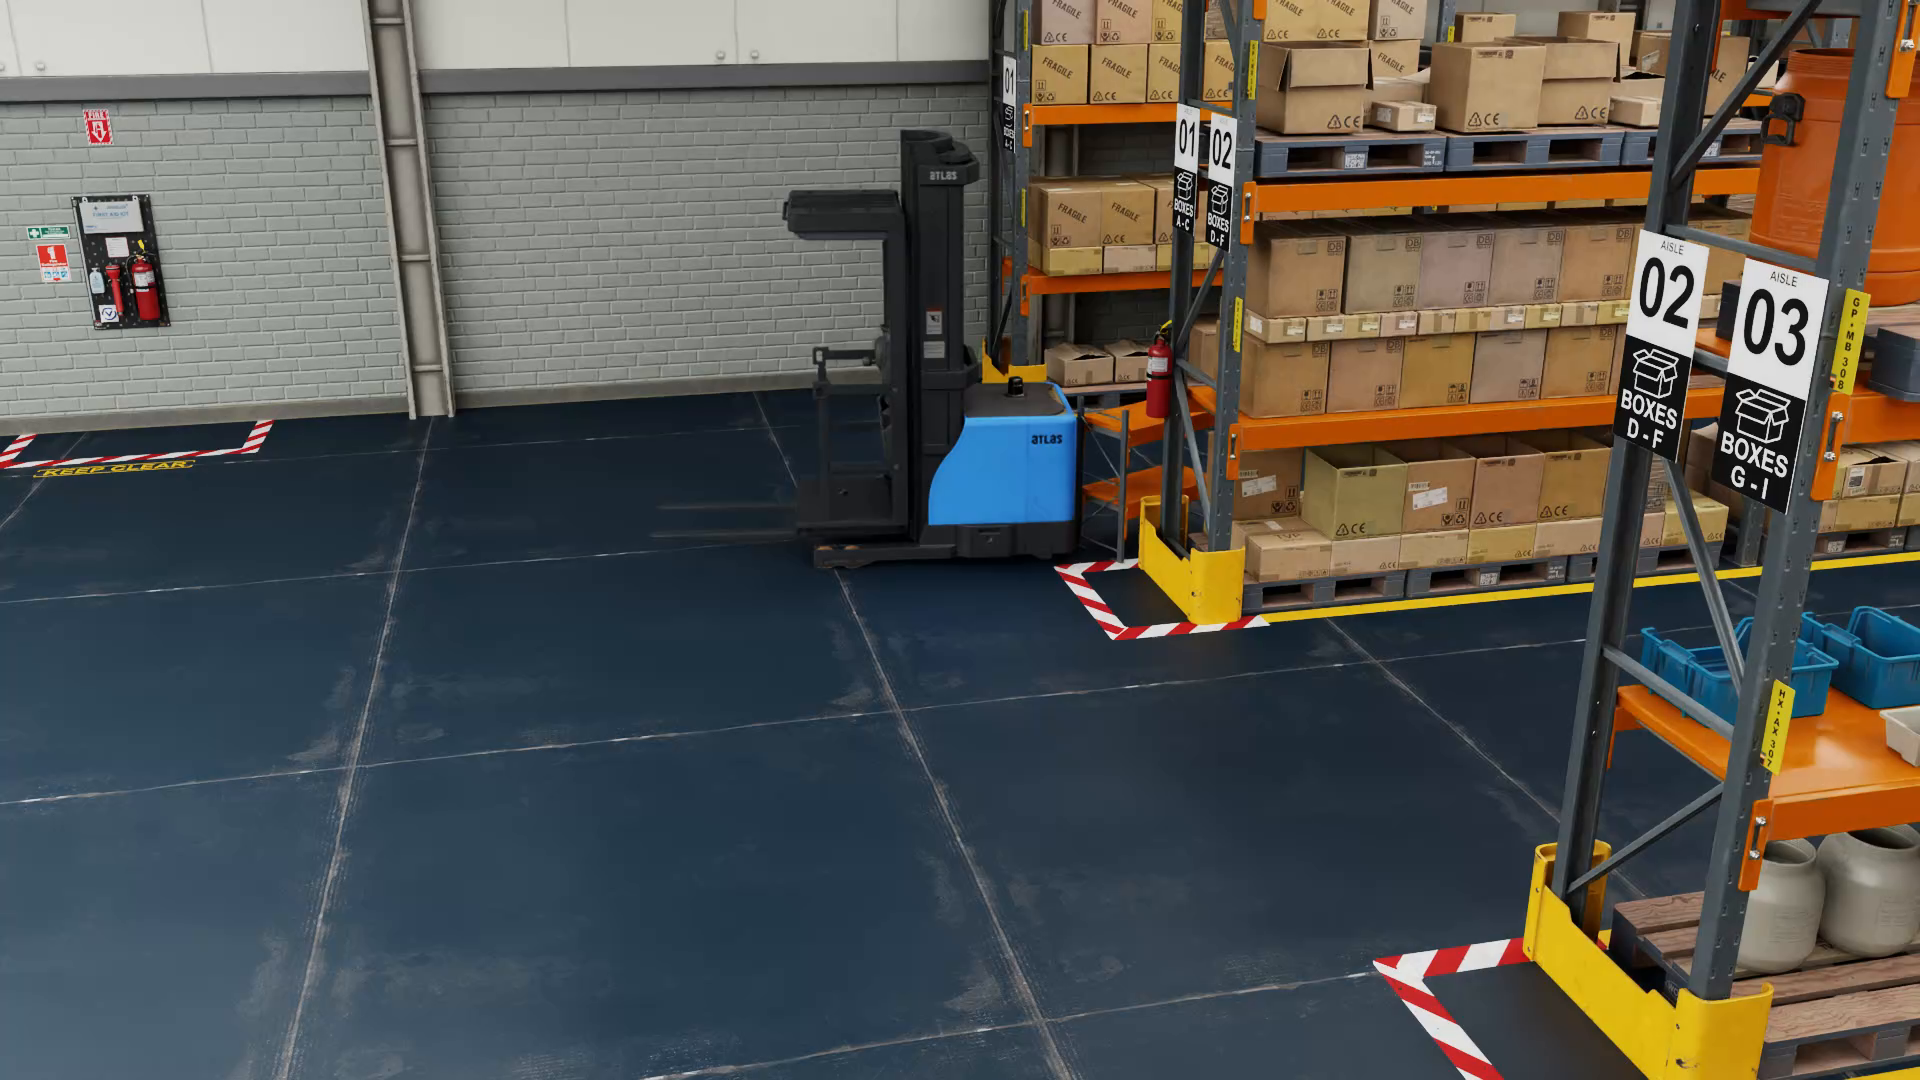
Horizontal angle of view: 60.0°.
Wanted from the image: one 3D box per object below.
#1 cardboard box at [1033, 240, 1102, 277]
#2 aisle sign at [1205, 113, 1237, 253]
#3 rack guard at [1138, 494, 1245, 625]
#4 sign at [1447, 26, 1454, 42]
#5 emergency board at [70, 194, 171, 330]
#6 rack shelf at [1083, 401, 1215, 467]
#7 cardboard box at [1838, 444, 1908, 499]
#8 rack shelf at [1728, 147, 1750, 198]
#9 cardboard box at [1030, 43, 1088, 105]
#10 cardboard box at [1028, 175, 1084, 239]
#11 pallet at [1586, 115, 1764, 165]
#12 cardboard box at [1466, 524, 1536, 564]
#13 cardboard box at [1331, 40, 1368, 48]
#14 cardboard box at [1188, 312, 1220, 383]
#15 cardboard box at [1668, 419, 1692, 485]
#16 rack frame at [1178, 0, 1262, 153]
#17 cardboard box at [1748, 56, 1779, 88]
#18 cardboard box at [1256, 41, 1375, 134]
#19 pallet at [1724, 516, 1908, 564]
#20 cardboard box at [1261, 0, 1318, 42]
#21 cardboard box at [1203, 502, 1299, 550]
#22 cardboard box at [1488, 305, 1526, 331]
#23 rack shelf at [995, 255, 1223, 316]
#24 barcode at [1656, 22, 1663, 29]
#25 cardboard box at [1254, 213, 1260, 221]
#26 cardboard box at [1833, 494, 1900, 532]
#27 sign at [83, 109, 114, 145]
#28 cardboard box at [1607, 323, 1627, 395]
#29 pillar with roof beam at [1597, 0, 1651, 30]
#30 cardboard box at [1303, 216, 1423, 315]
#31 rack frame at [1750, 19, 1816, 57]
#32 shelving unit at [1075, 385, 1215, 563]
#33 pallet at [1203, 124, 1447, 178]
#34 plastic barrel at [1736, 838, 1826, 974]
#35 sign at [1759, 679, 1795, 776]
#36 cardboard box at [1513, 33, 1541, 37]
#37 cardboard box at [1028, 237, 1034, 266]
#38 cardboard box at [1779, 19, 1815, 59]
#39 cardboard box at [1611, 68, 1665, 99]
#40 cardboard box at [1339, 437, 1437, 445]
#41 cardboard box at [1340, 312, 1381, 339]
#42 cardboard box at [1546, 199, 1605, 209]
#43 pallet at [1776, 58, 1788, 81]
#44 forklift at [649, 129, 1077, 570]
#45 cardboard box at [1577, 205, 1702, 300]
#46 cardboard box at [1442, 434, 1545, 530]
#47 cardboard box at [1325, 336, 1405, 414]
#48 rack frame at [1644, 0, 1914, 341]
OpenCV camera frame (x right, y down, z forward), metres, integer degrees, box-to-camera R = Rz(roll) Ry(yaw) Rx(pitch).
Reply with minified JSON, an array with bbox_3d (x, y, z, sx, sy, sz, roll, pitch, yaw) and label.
[{"bbox_3d":[0.982,-2.591,15.215,0.500,0.250,0.500,-5,21,-14],"label":"cardboard box"},{"bbox_3d":[1.584,-2.174,10.110,0.004,0.787,0.394,-5,21,-12],"label":"aisle sign"},{"bbox_3d":[1.555,0.114,11.276,0.348,0.500,1.175,-5,21,-12],"label":"rack guard"},{"bbox_3d":[4.459,-4.506,15.142,0.005,0.325,0.100,-5,21,-12],"label":"sign"},{"bbox_3d":[-7.336,-2.407,14.523,0.643,1.169,0.194,-5,21,-12],"label":"emergency board"},{"bbox_3d":[1.402,-0.815,12.053,1.000,0.278,0.538,-15,25,-36],"label":"rack shelf"},{"bbox_3d":[6.418,-0.535,11.985,0.500,0.311,0.500,-5,21,-13],"label":"cardboard box"},{"bbox_3d":[7.417,-2.607,11.756,4.000,0.370,1.077,-5,21,-12],"label":"rack shelf"},{"bbox_3d":[0.817,-4.127,14.684,0.500,0.500,0.500,-4,21,-11],"label":"cardboard box"},{"bbox_3d":[0.844,-3.119,15.567,0.500,0.500,0.500,-5,21,-13],"label":"cardboard box"},{"bbox_3d":[4.646,-2.669,11.007,1.213,0.211,1.003,-5,21,-12],"label":"pallet"},{"bbox_3d":[3.611,-0.054,11.487,0.500,0.250,0.500,-5,21,-12],"label":"cardboard box"},{"bbox_3d":[3.397,-4.342,15.272,0.500,0.500,0.500,-6,21,-17],"label":"cardboard box"},{"bbox_3d":[2.409,-1.863,16.035,0.500,0.500,0.700,-6,21,-16],"label":"cardboard box"},{"bbox_3d":[4.947,-0.704,12.173,0.500,0.500,0.500,-5,21,-12],"label":"cardboard box"},{"bbox_3d":[1.578,-3.878,9.819,0.127,3.000,1.000,-5,21,-12],"label":"rack frame"},{"bbox_3d":[7.581,-4.581,16.199,0.500,0.311,0.500,-5,21,-12],"label":"cardboard box"},{"bbox_3d":[2.138,-2.825,10.342,0.637,0.503,0.797,-3,20,-9],"label":"cardboard box"},{"bbox_3d":[6.179,-0.140,12.390,1.213,0.211,1.003,-5,21,-12],"label":"pallet"},{"bbox_3d":[2.865,-4.748,14.926,0.500,0.500,0.500,-5,21,-14],"label":"cardboard box"},{"bbox_3d":[2.032,-0.109,11.638,0.500,0.250,0.500,-5,21,-12],"label":"cardboard box"},{"bbox_3d":[3.505,-1.493,10.942,0.250,0.149,0.380,-4,21,-12],"label":"cardboard box"},{"bbox_3d":[2.381,-2.540,15.933,4.000,0.370,1.077,-5,21,-12],"label":"rack shelf"},{"bbox_3d":[7.027,-5.165,16.705,0.075,0.075,0.001,-5,21,-12],"label":"barcode"},{"bbox_3d":[2.455,-3.067,15.425,0.500,0.500,0.500,-4,20,-11],"label":"cardboard box"},{"bbox_3d":[6.418,-0.273,12.086,0.500,0.250,0.500,-4,21,-11],"label":"cardboard box"},{"bbox_3d":[-7.367,-3.528,14.214,0.199,0.298,0.001,-5,21,-12],"label":"sign"},{"bbox_3d":[4.528,-1.344,11.477,0.500,0.500,0.700,-5,21,-13],"label":"cardboard box"},{"bbox_3d":[7.746,-4.915,12.650,0.400,9.000,9.100,-5,21,-12],"label":"pillar with roof beam"},{"bbox_3d":[2.597,-1.798,10.830,0.500,0.500,0.700,-5,21,-14],"label":"cardboard box"},{"bbox_3d":[8.220,-6.169,16.074,0.127,3.000,1.000,-5,21,-12],"label":"rack frame"},{"bbox_3d":[1.402,-0.540,12.153,1.048,1.125,0.538,-15,25,-36],"label":"shelving unit"},{"bbox_3d":[2.272,-2.476,10.480,1.213,0.211,1.003,-5,21,-12],"label":"pallet"},{"bbox_3d":[3.337,1.490,6.892,0.421,0.512,0.421,0,20,0],"label":"plastic barrel"},{"bbox_3d":[2.836,0.651,5.773,0.005,0.325,0.100,-5,21,-12],"label":"sign"},{"bbox_3d":[5.477,-4.665,15.847,0.500,0.311,0.500,-4,20,-11],"label":"cardboard box"},{"bbox_3d":[0.845,-2.760,15.678,0.500,0.250,0.500,-4,21,-12],"label":"cardboard box"},{"bbox_3d":[8.670,-5.071,16.652,0.500,0.500,0.700,-6,21,-17],"label":"cardboard box"},{"bbox_3d":[4.394,-3.013,11.134,0.500,0.311,0.500,-6,21,-15],"label":"cardboard box"},{"bbox_3d":[3.001,-0.546,11.740,0.500,0.500,0.500,-5,21,-12],"label":"cardboard box"},{"bbox_3d":[2.509,-1.413,10.723,0.250,0.149,0.380,-5,21,-12],"label":"cardboard box"},{"bbox_3d":[6.009,-3.423,16.512,0.500,0.500,0.700,-2,20,-5],"label":"cardboard box"},{"bbox_3d":[8.834,-4.741,16.810,1.003,0.211,1.213,-4,20,-10],"label":"pallet"},{"bbox_3d":[-0.715,-1.352,11.744,3.031,2.935,1.130,-2,20,-4],"label":"forklift"},{"bbox_3d":[4.549,-1.957,11.263,0.500,0.500,0.700,-5,21,-13],"label":"cardboard box"},{"bbox_3d":[3.611,-0.405,11.357,0.500,0.500,0.500,-5,21,-12],"label":"cardboard box"},{"bbox_3d":[2.545,-1.184,11.041,0.500,0.500,0.700,-4,21,-11],"label":"cardboard box"},{"bbox_3d":[2.714,-2.220,5.292,0.127,3.000,1.000,-5,21,-12],"label":"rack frame"}]
